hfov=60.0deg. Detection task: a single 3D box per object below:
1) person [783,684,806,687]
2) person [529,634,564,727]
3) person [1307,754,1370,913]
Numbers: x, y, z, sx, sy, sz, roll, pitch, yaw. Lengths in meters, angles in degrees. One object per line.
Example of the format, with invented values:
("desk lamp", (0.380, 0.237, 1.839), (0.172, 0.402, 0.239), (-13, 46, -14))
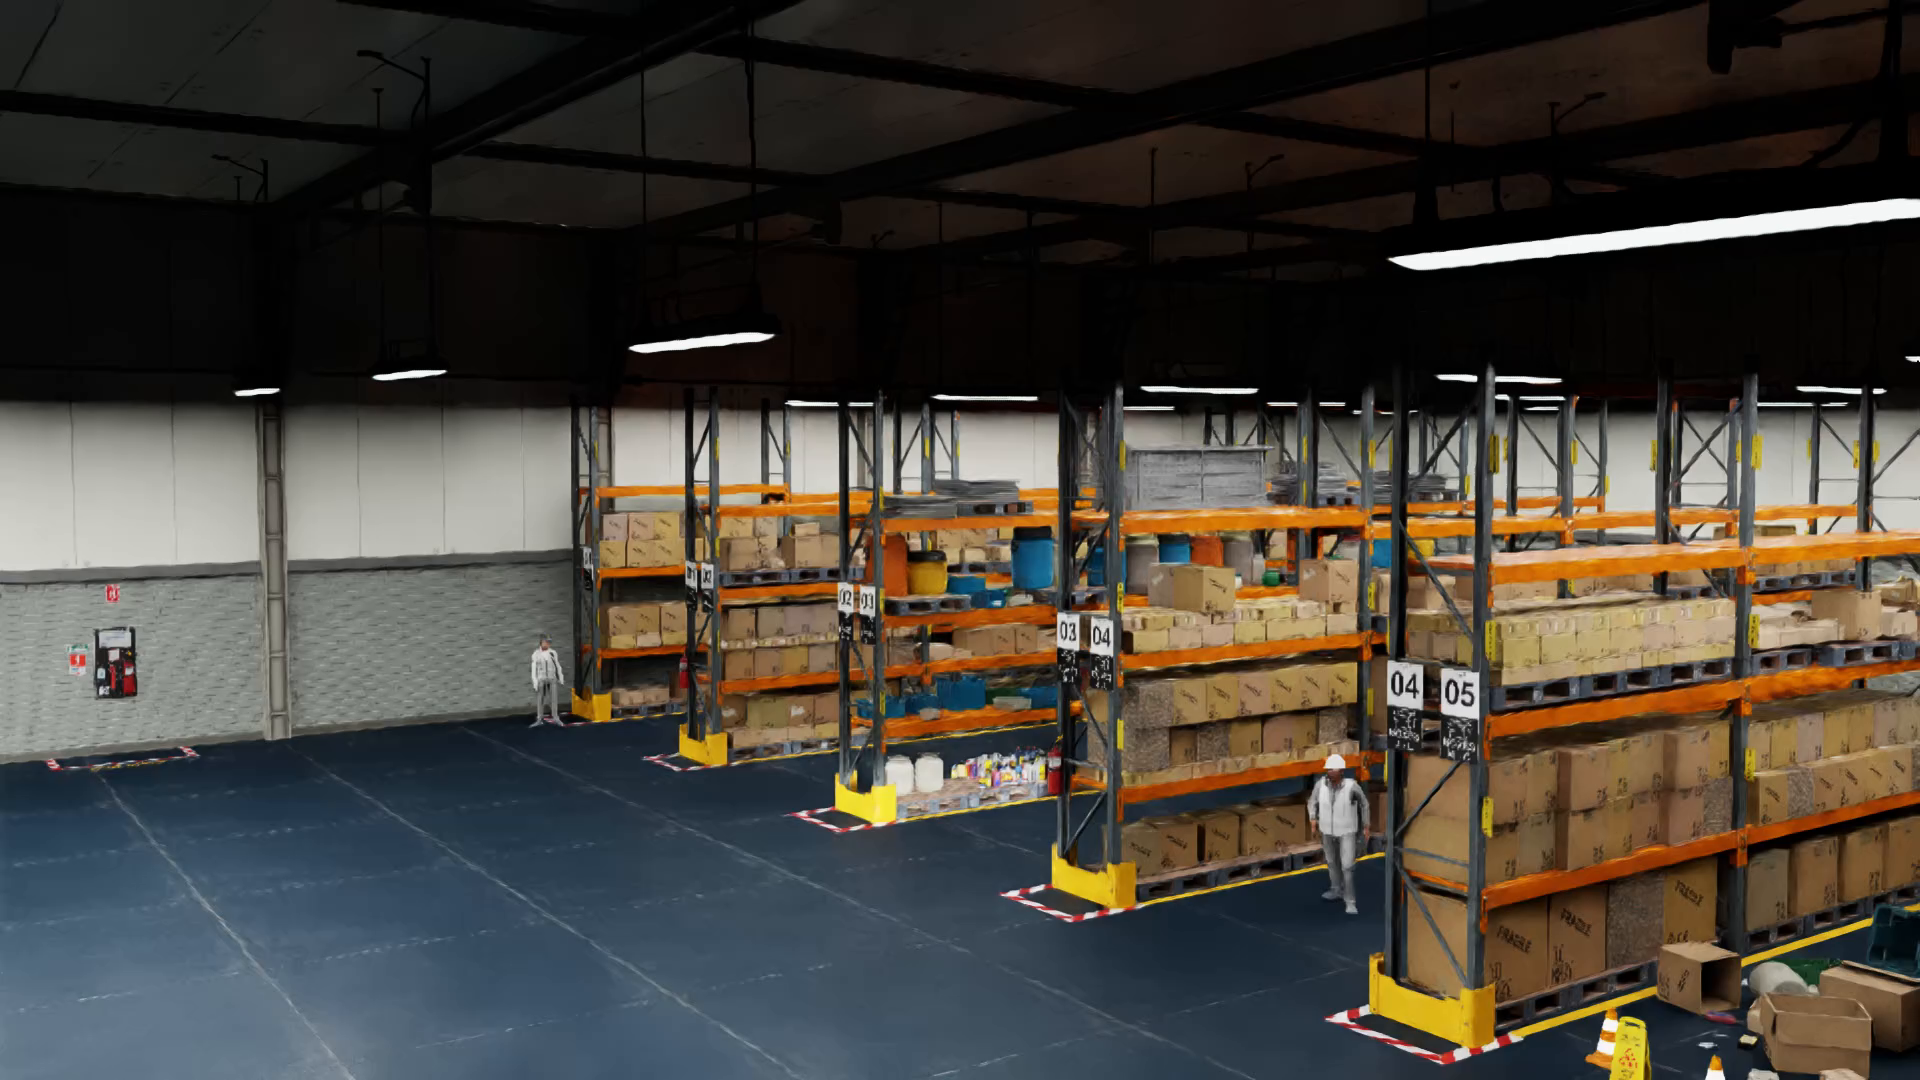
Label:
("person", (-3.089, 2.488, 30.916), (1.018, 1.605, 0.446), (-2, 4, -26))
("person", (-7.437, 2.515, 29.878), (0.626, 1.679, 0.369), (-1, 4, -20))
("person", (4.197, 3.193, 18.368), (0.682, 1.712, 0.800), (2, 4, 35))
